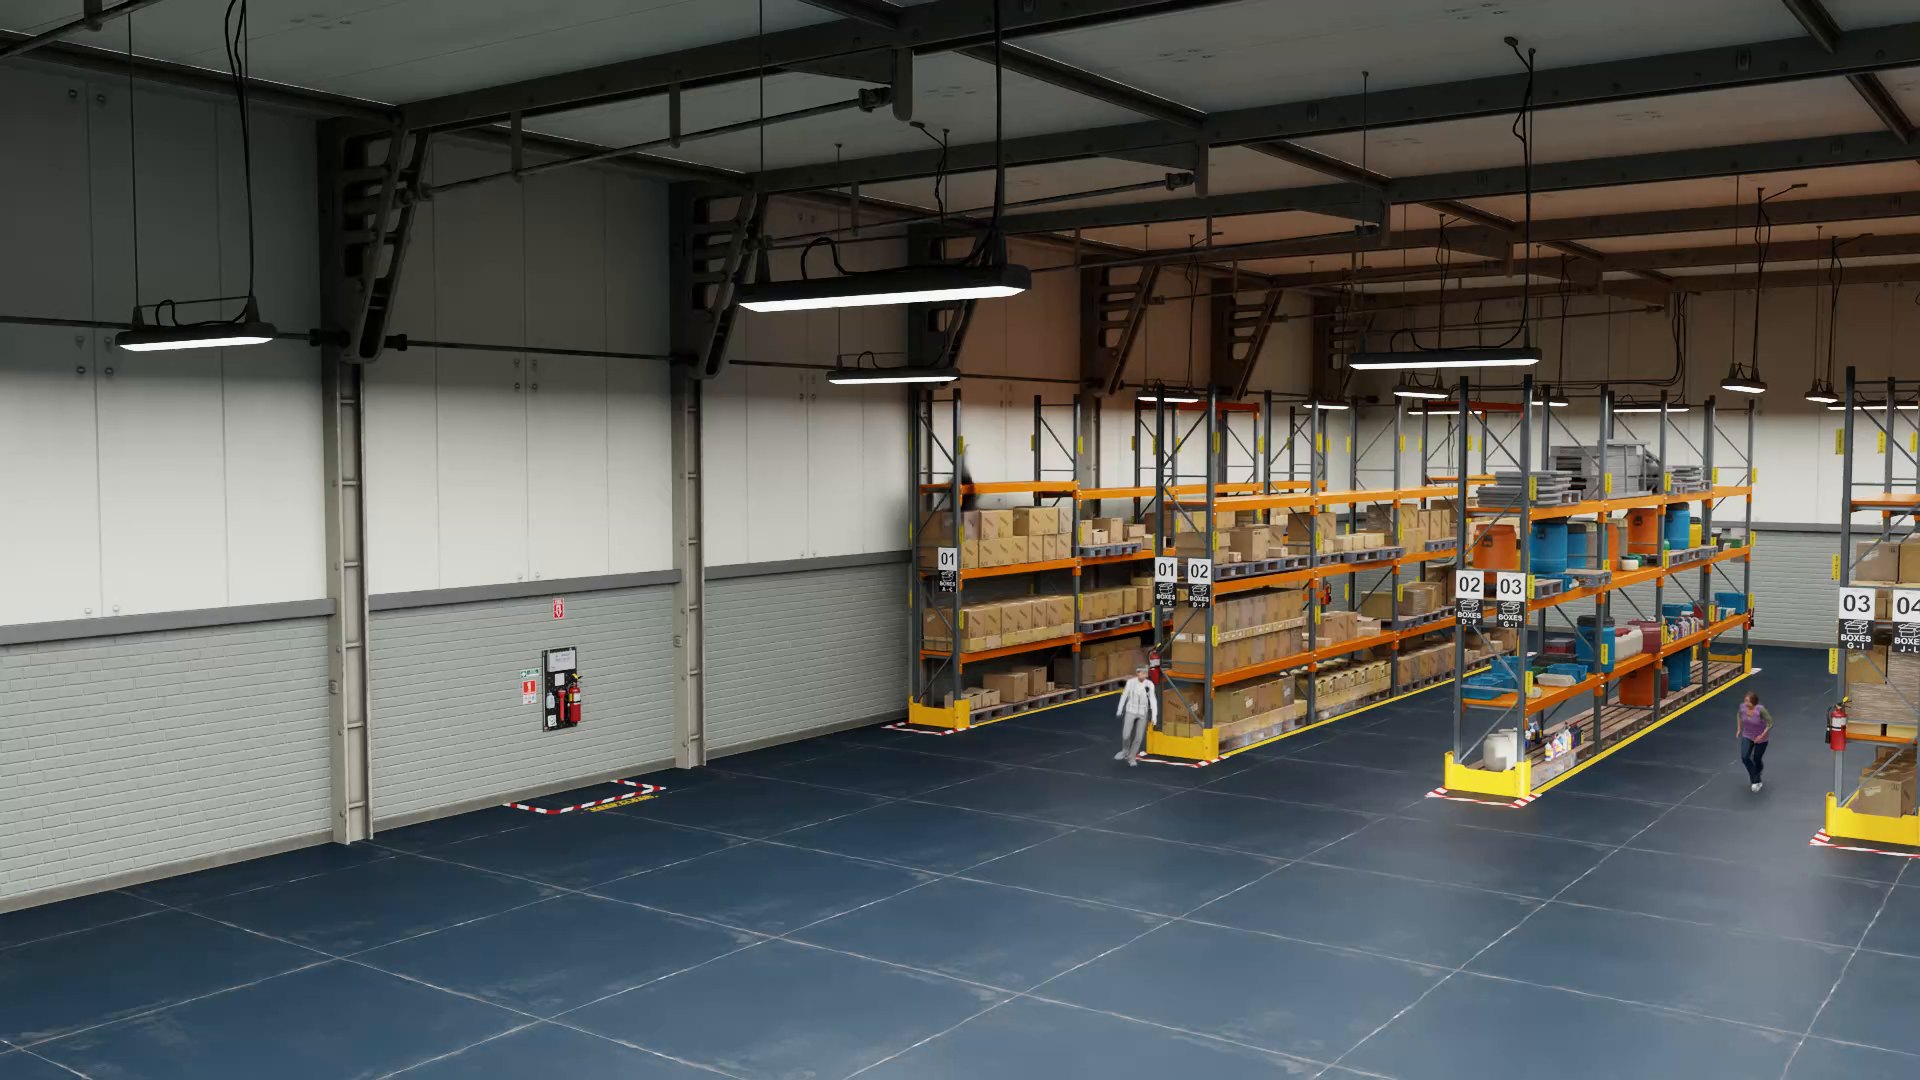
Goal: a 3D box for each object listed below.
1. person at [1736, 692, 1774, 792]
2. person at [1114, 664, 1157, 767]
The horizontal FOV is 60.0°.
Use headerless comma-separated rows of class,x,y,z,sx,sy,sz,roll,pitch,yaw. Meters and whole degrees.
person,11.638,2.916,24.276,0.529,1.486,0.933,3,4,41
person,2.745,2.726,25.911,0.632,1.650,0.536,0,3,-3
